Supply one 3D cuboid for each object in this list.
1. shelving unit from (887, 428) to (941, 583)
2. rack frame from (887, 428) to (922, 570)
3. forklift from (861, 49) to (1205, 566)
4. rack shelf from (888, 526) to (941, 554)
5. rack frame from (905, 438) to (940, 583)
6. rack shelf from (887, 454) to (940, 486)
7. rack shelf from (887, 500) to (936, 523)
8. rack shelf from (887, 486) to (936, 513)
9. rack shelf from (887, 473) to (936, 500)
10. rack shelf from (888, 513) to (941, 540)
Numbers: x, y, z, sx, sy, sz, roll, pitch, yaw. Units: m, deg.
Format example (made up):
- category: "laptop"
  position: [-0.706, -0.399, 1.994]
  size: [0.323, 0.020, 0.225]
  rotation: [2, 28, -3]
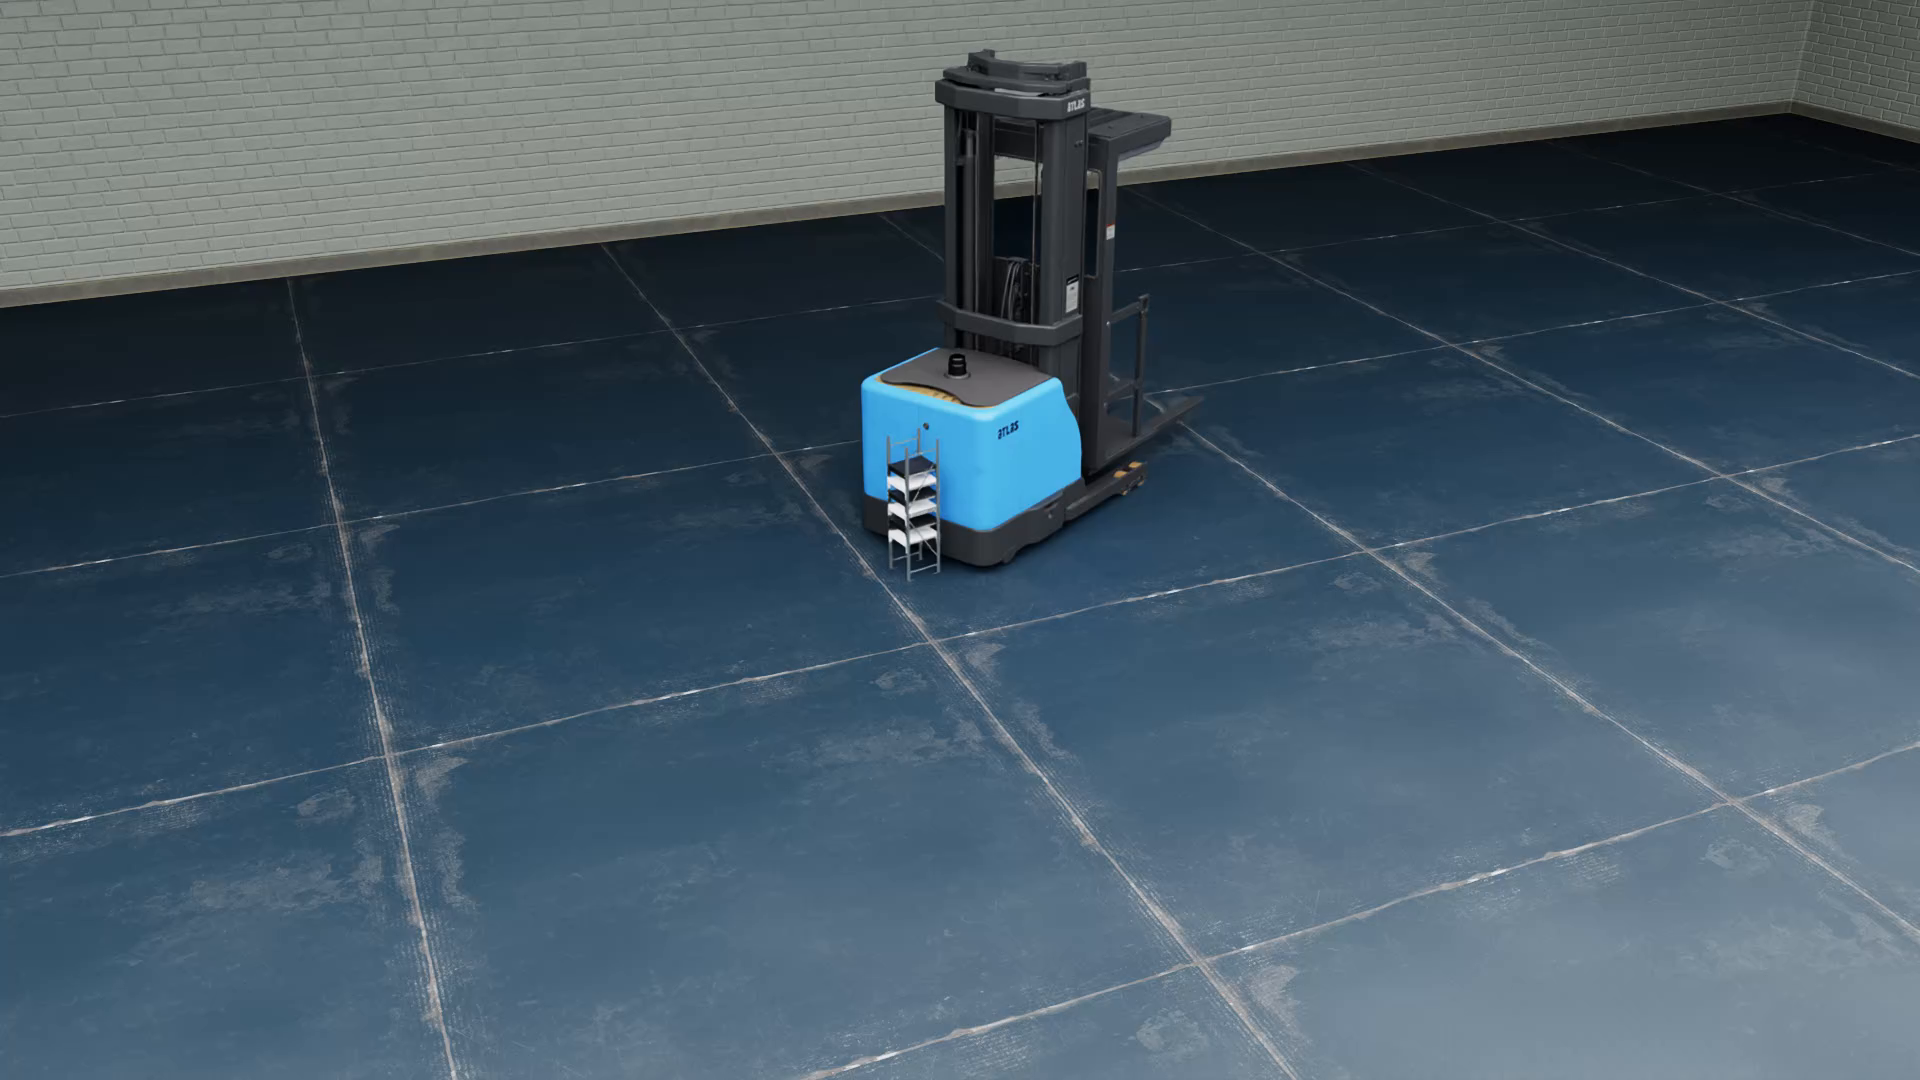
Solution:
- category: "shelving unit"
  position: [-0.282, -0.210, 10.154]
  size: [0.258, 0.900, 0.210]
  rotation: [-17, 31, -30]
- category: "rack frame"
  position: [-0.339, -0.247, 10.230]
  size: [0.240, 0.900, 0.006]
  rotation: [-17, 31, -30]
- category: "forklift"
  position: [0.654, -1.740, 10.973]
  size: [1.130, 2.935, 3.031]
  rotation: [18, 31, 33]
- category: "rack shelf"
  position: [-0.282, -0.018, 10.248]
  size: [0.258, 0.077, 0.200]
  rotation: [-17, 31, -30]
- category: "rack frame"
  position: [-0.224, -0.173, 10.079]
  size: [0.240, 0.900, 0.006]
  rotation: [-17, 31, -30]
- category: "rack shelf"
  position: [-0.282, -0.423, 10.051]
  size: [0.258, 0.077, 0.200]
  rotation: [-17, 31, -30]
- category: "rack shelf"
  position: [-0.282, -0.180, 10.169]
  size: [0.258, 0.077, 0.200]
  rotation: [-17, 31, -30]
- category: "rack shelf"
  position: [-0.282, -0.261, 10.130]
  size: [0.258, 0.077, 0.200]
  rotation: [-17, 31, -30]
- category: "rack shelf"
  position: [-0.282, -0.342, 10.090]
  size: [0.258, 0.077, 0.200]
  rotation: [-17, 31, -30]
- category: "rack shelf"
  position: [-0.282, -0.099, 10.209]
  size: [0.258, 0.077, 0.200]
  rotation: [-17, 31, -30]
